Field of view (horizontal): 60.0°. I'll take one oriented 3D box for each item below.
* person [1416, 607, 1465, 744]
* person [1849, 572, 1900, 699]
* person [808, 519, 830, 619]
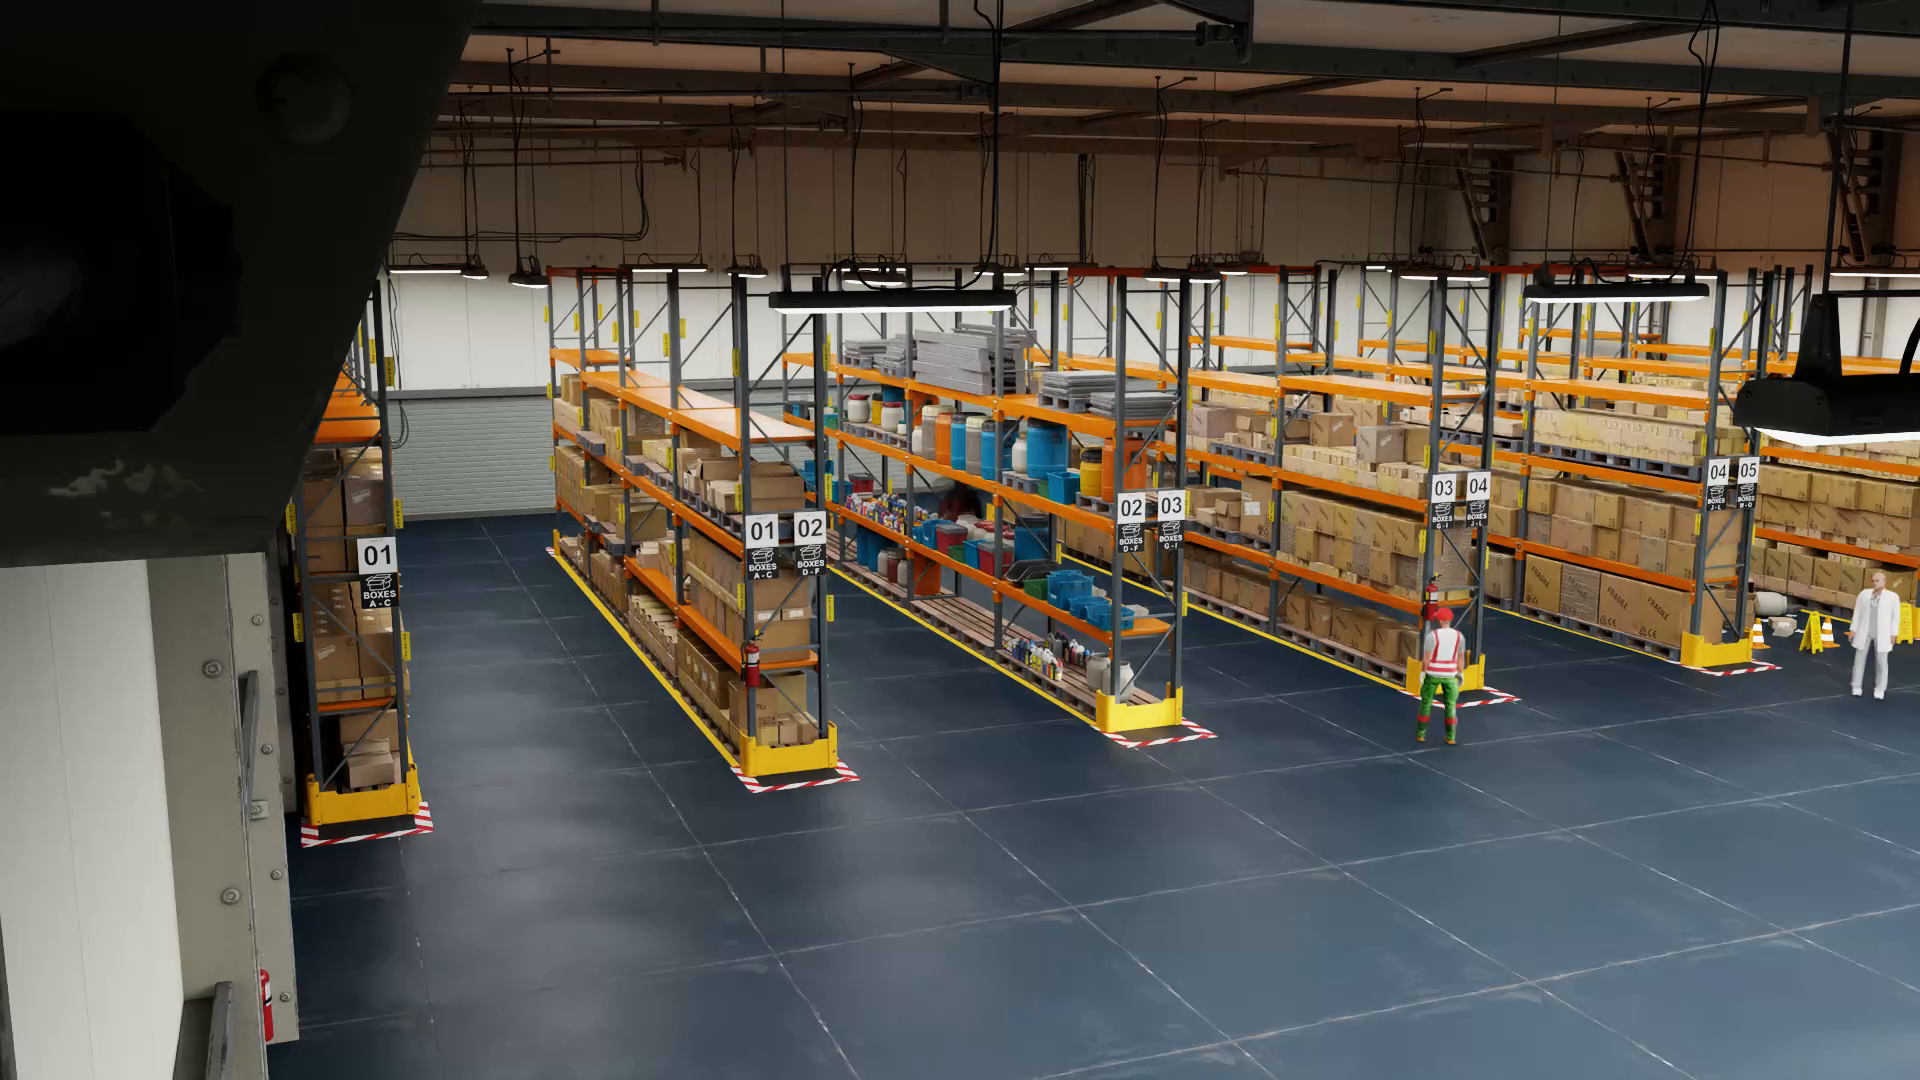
[{"bbox_3d":[6.229,1.742,21.509,0.570,1.795,0.444,3,10,15],"label":"person"},{"bbox_3d":[13.022,1.350,23.721,0.623,1.787,0.413,6,12,32],"label":"person"},{"bbox_3d":[-2.382,0.473,27.587,0.508,1.703,0.635,0,10,-1],"label":"person"}]
